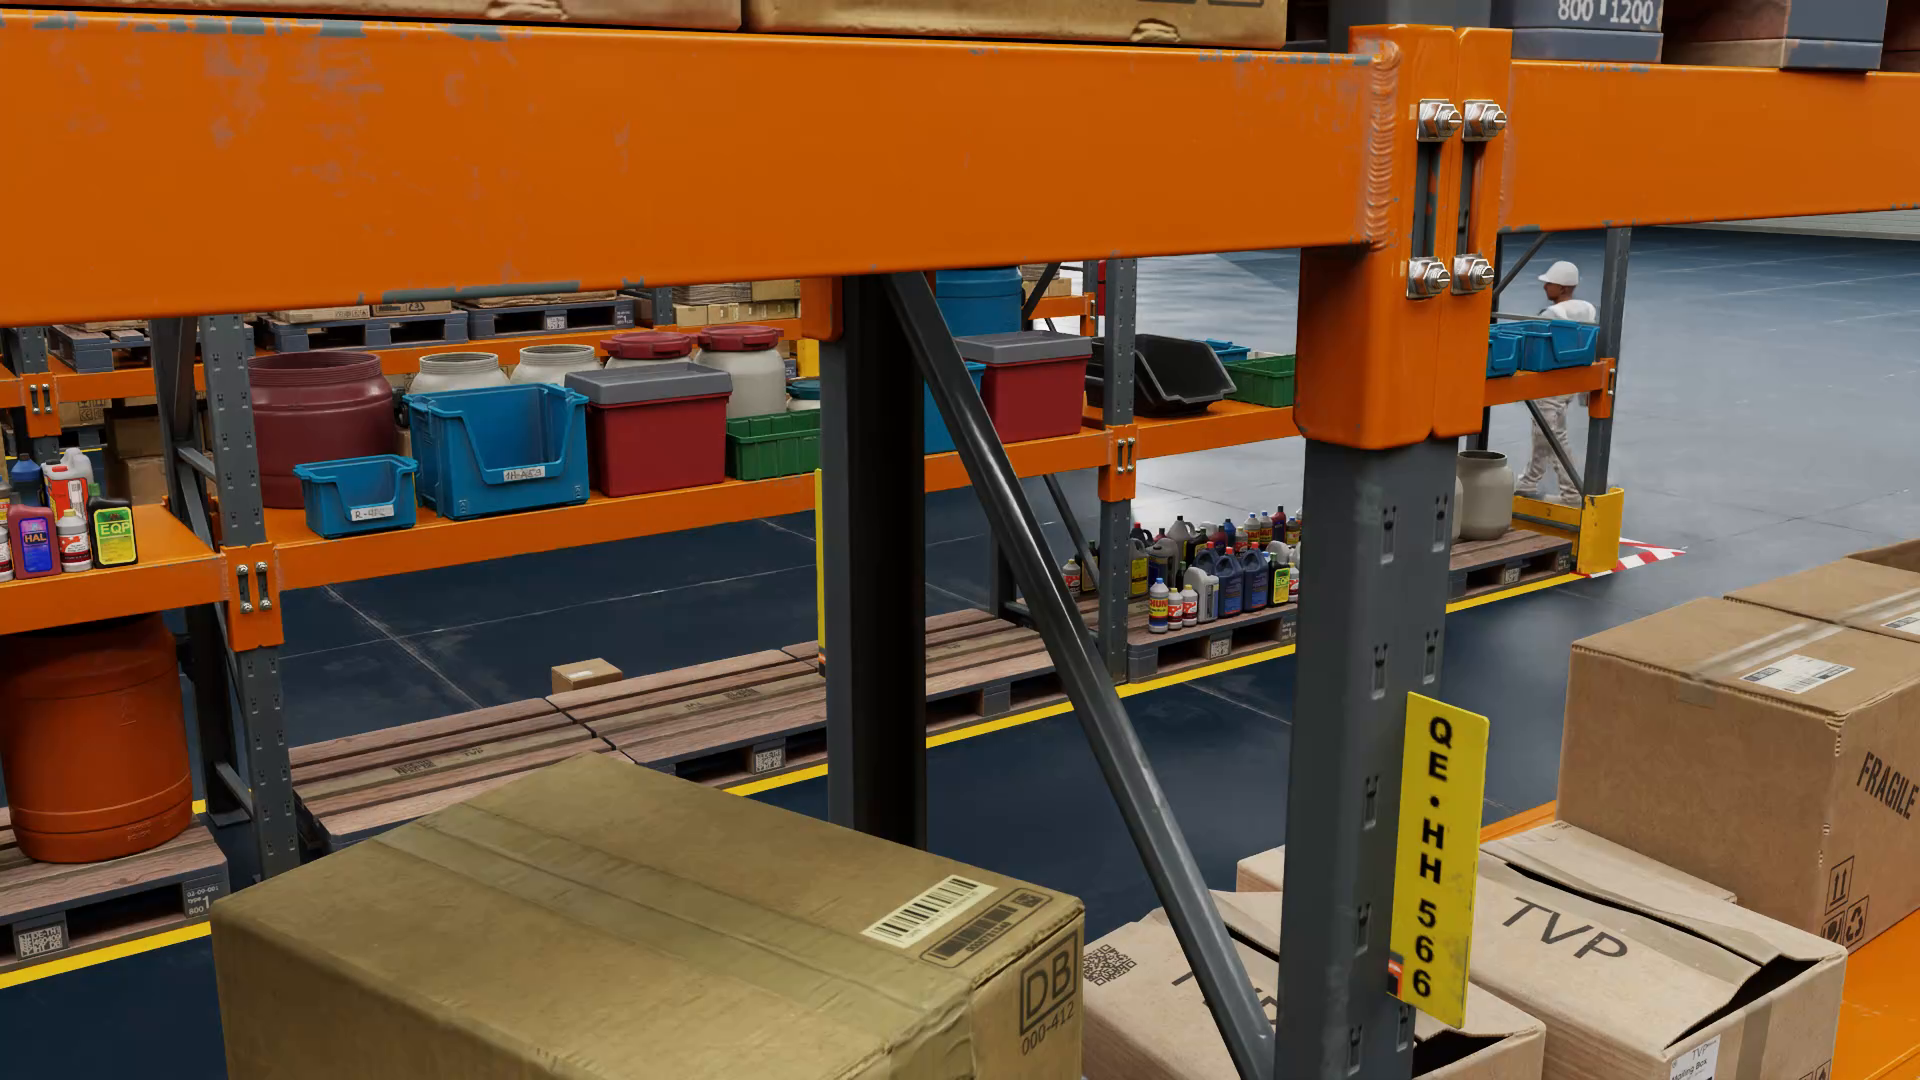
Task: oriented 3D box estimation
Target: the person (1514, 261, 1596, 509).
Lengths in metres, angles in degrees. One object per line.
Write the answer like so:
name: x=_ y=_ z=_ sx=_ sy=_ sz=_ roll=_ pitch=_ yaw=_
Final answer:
person: x=4.227 y=-1.131 z=12.040 sx=0.596 sy=1.774 sz=0.787 roll=-11 pitch=18 yaw=-38
